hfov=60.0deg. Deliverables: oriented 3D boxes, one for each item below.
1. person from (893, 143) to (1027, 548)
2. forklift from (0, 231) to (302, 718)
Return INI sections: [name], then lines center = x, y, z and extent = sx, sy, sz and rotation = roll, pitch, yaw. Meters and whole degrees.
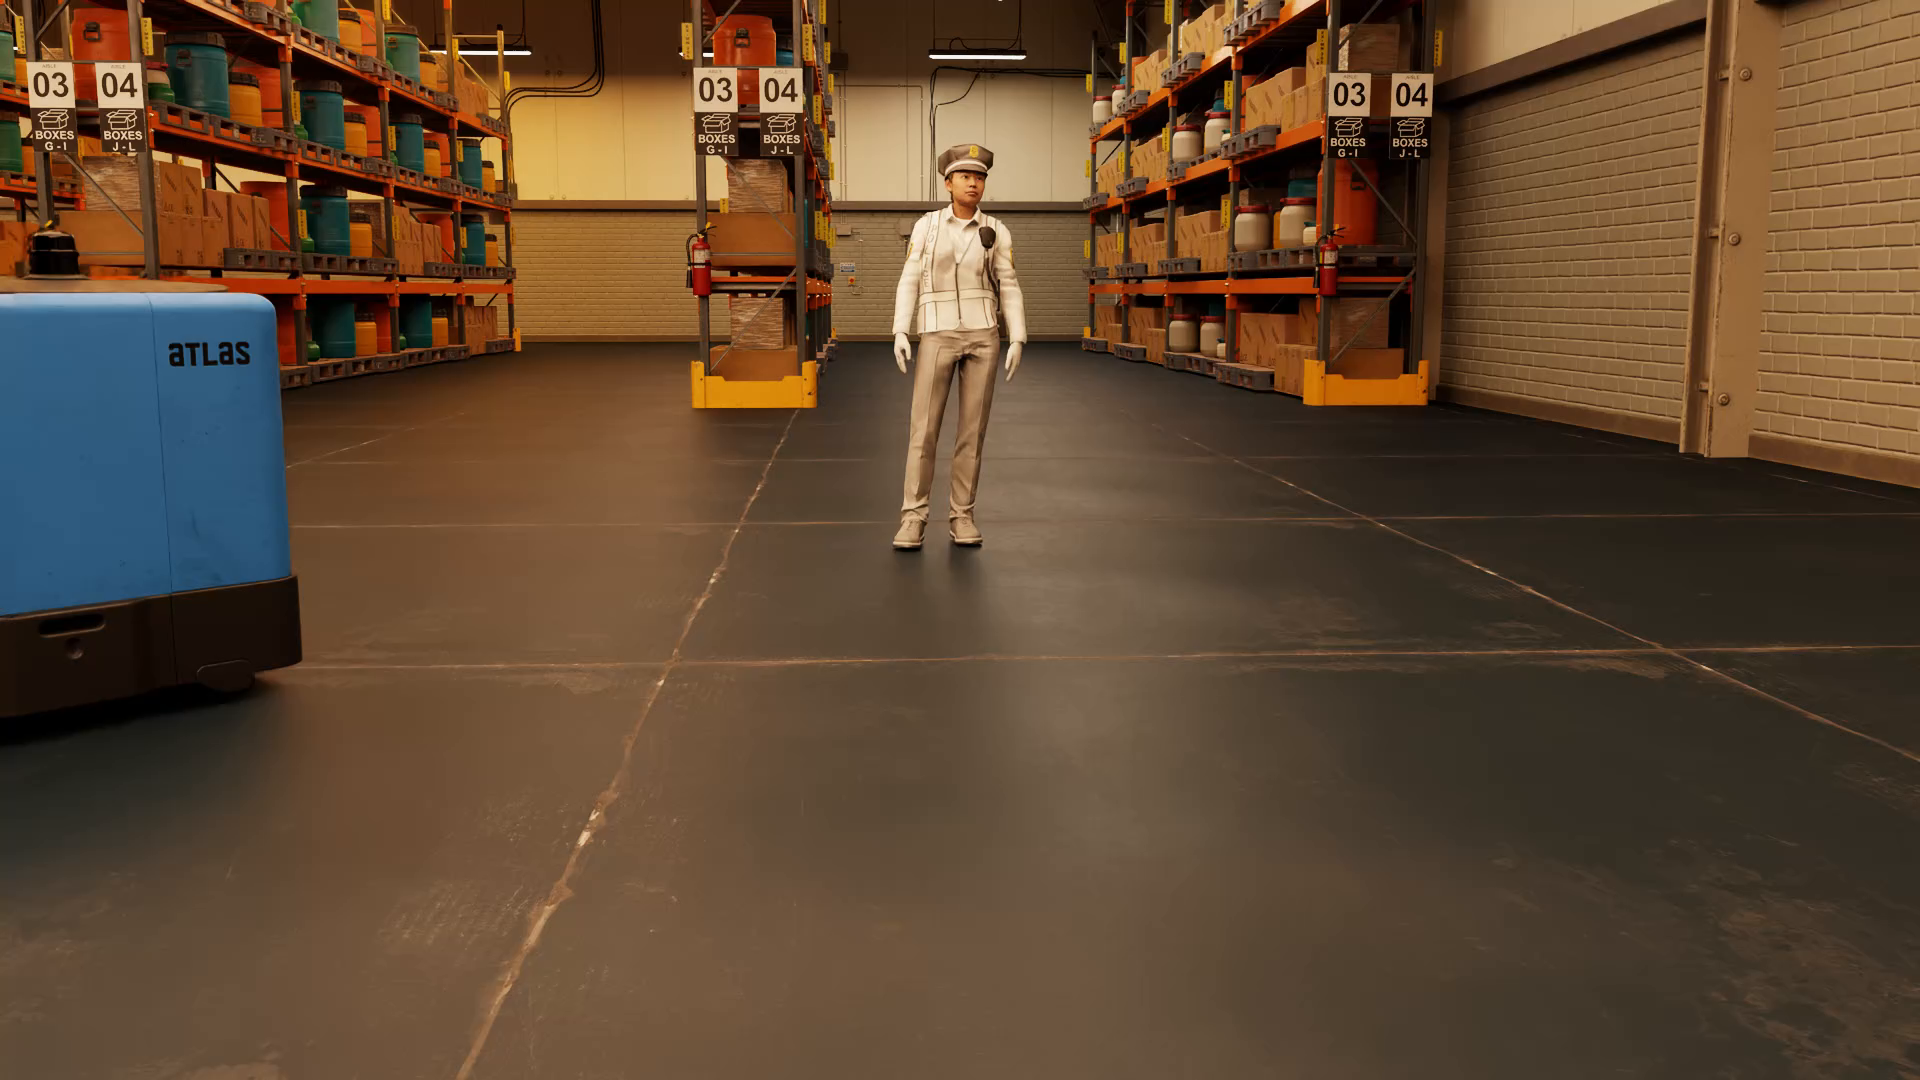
[person]
center = -0.002, -0.835, 7.118
extent = 0.588, 1.696, 0.533
rotation = -1, 8, -4
[forklift]
center = -3.161, -0.928, 3.580
extent = 1.130, 2.935, 3.031
rotation = 7, 11, 41
